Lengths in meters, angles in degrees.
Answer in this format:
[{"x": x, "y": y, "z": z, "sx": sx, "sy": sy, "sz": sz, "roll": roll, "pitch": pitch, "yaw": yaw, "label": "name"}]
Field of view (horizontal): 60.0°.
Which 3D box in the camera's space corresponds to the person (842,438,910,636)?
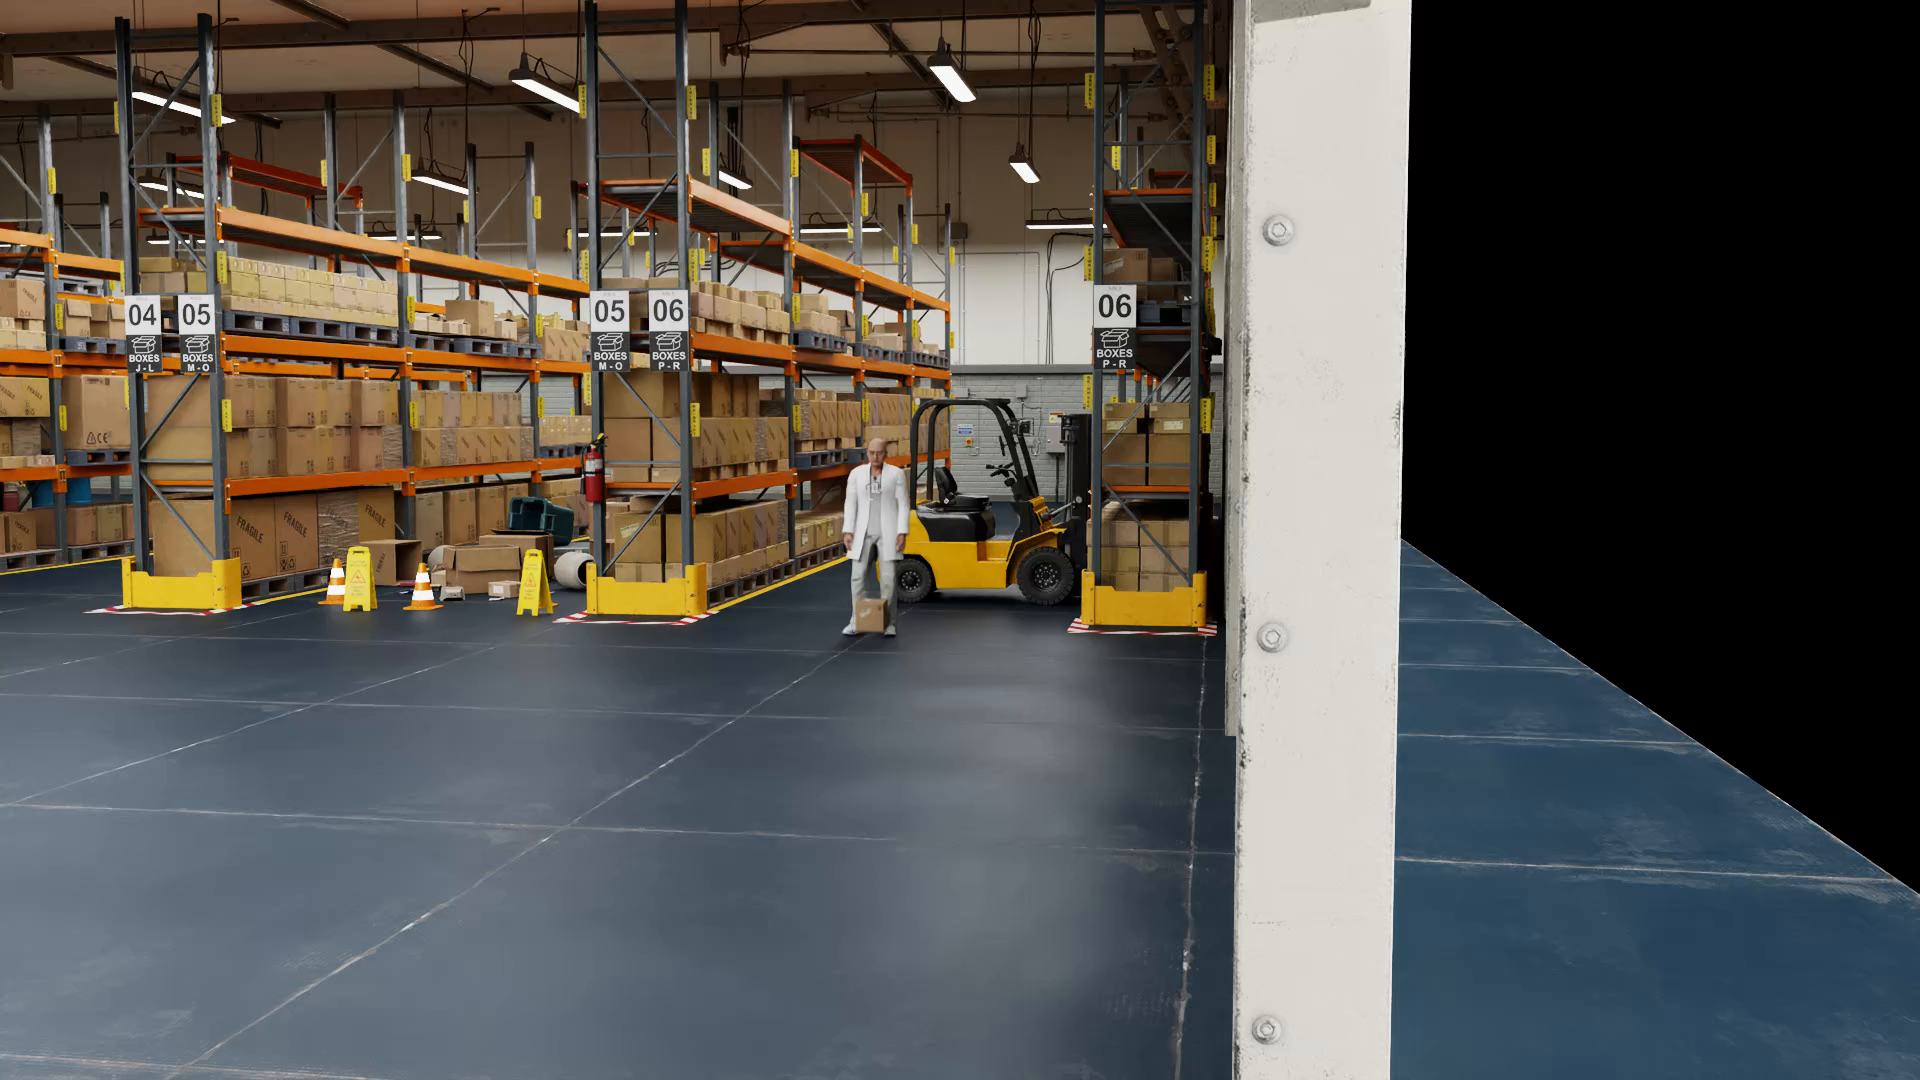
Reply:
[{"x": -0.756, "y": -0.016, "z": 14.999, "sx": 0.612, "sy": 1.743, "sz": 0.426, "roll": 1, "pitch": 4, "yaw": 7, "label": "person"}]
